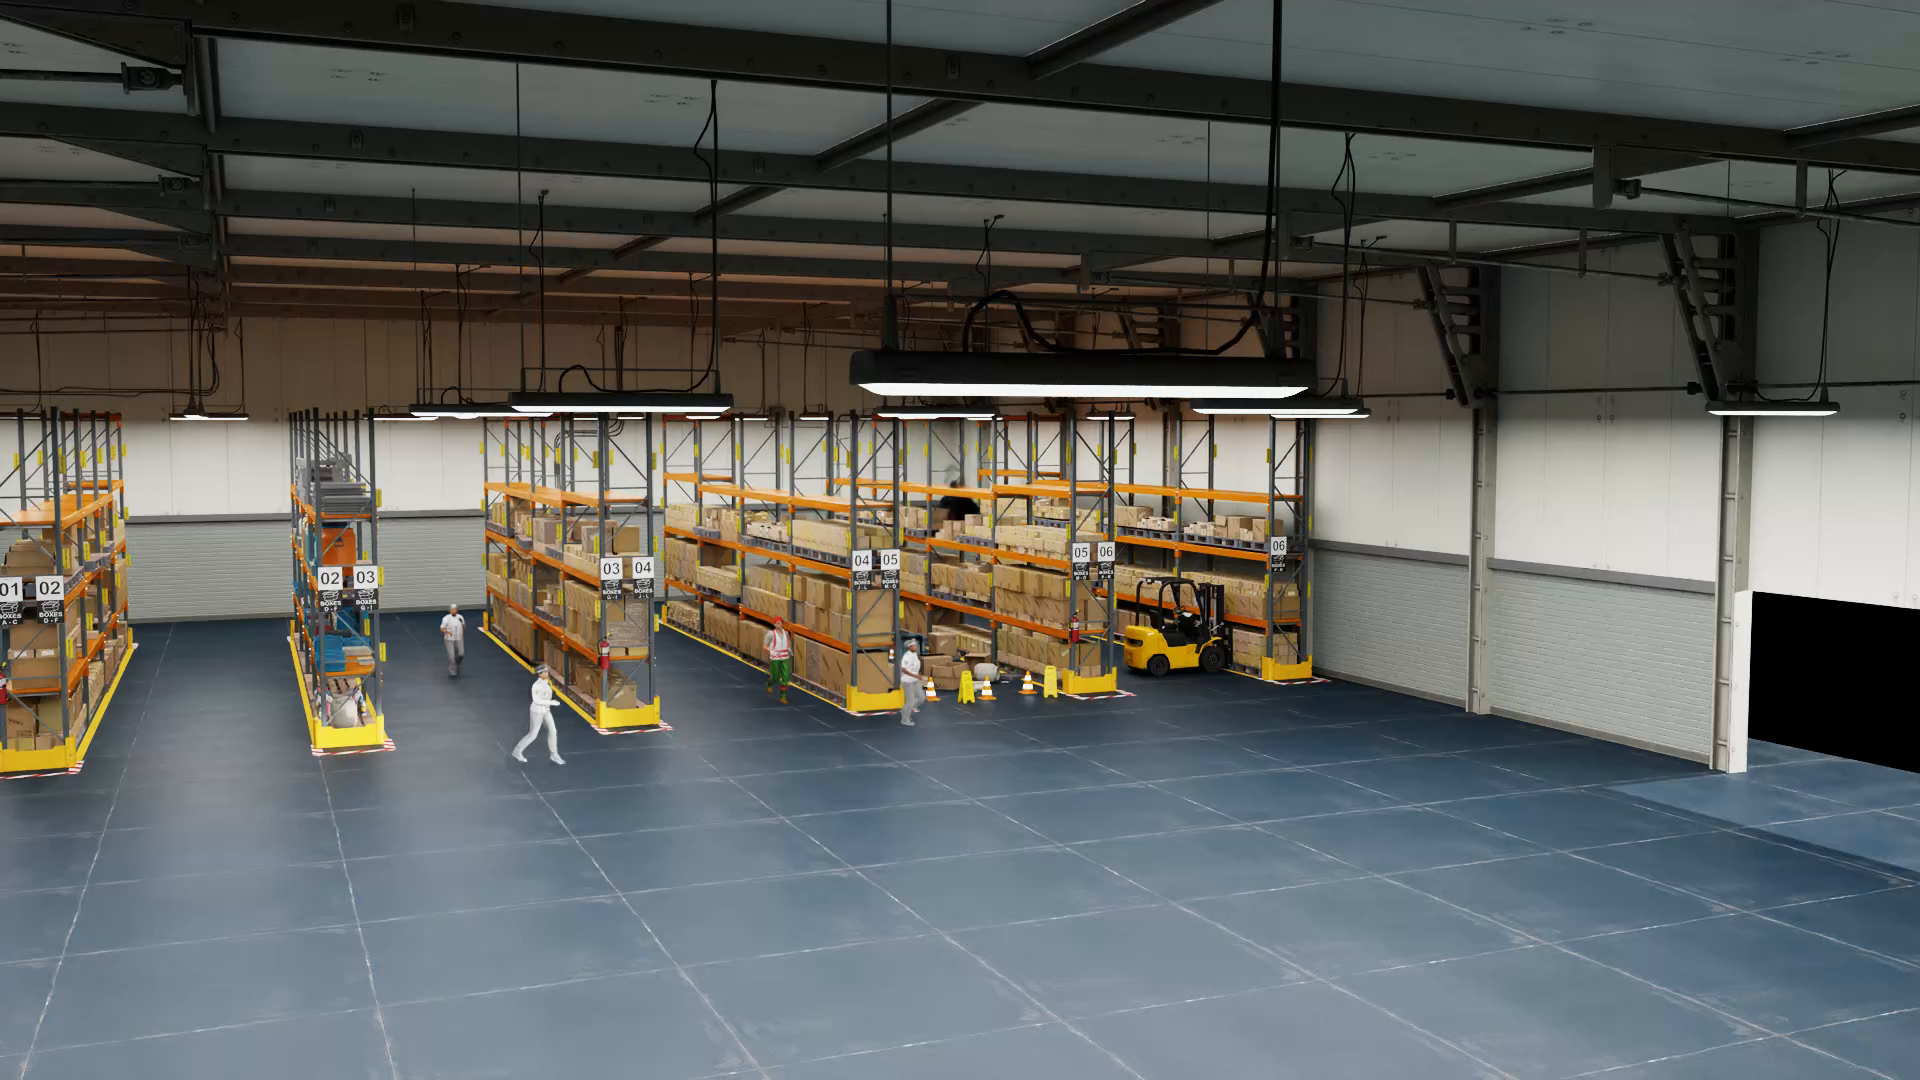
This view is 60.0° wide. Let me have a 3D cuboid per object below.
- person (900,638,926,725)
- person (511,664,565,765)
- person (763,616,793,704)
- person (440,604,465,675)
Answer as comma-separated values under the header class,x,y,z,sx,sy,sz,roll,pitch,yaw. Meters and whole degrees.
class,x,y,z,sx,sy,sz,roll,pitch,yaw
person,-0.885,2.683,31.537,0.524,1.664,0.592,2,4,25
person,-7.087,2.925,27.927,0.882,1.719,0.578,1,4,7
person,-3.721,2.447,34.135,0.655,1.769,0.888,-2,5,-31
person,-11.456,2.267,37.731,0.607,1.624,0.547,-3,5,-33
